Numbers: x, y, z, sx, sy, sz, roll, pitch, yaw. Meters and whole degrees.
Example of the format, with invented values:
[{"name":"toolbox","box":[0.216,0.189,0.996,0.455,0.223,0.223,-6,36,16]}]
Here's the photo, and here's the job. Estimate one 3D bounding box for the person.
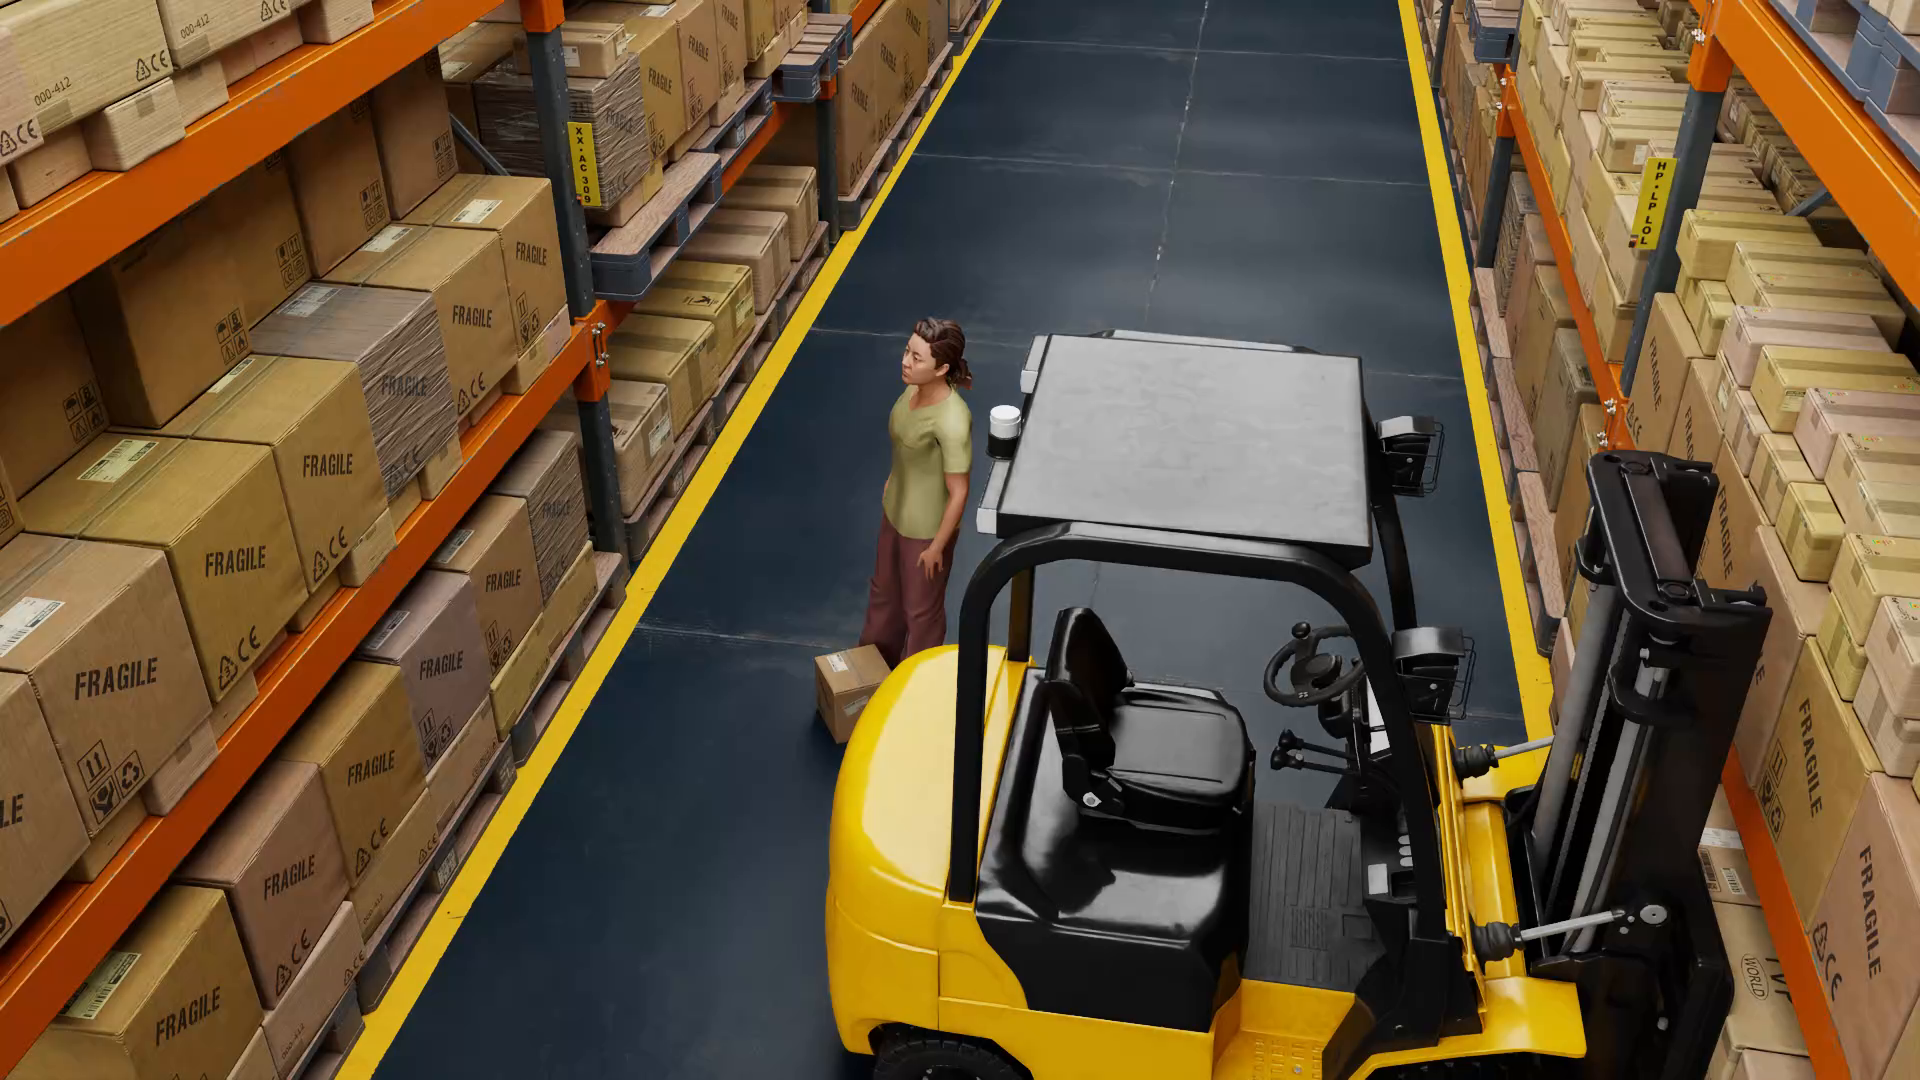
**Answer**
[{"name":"person","box":[-0.216,-0.063,6.221,0.547,1.673,0.554,-11,34,-16]}]
